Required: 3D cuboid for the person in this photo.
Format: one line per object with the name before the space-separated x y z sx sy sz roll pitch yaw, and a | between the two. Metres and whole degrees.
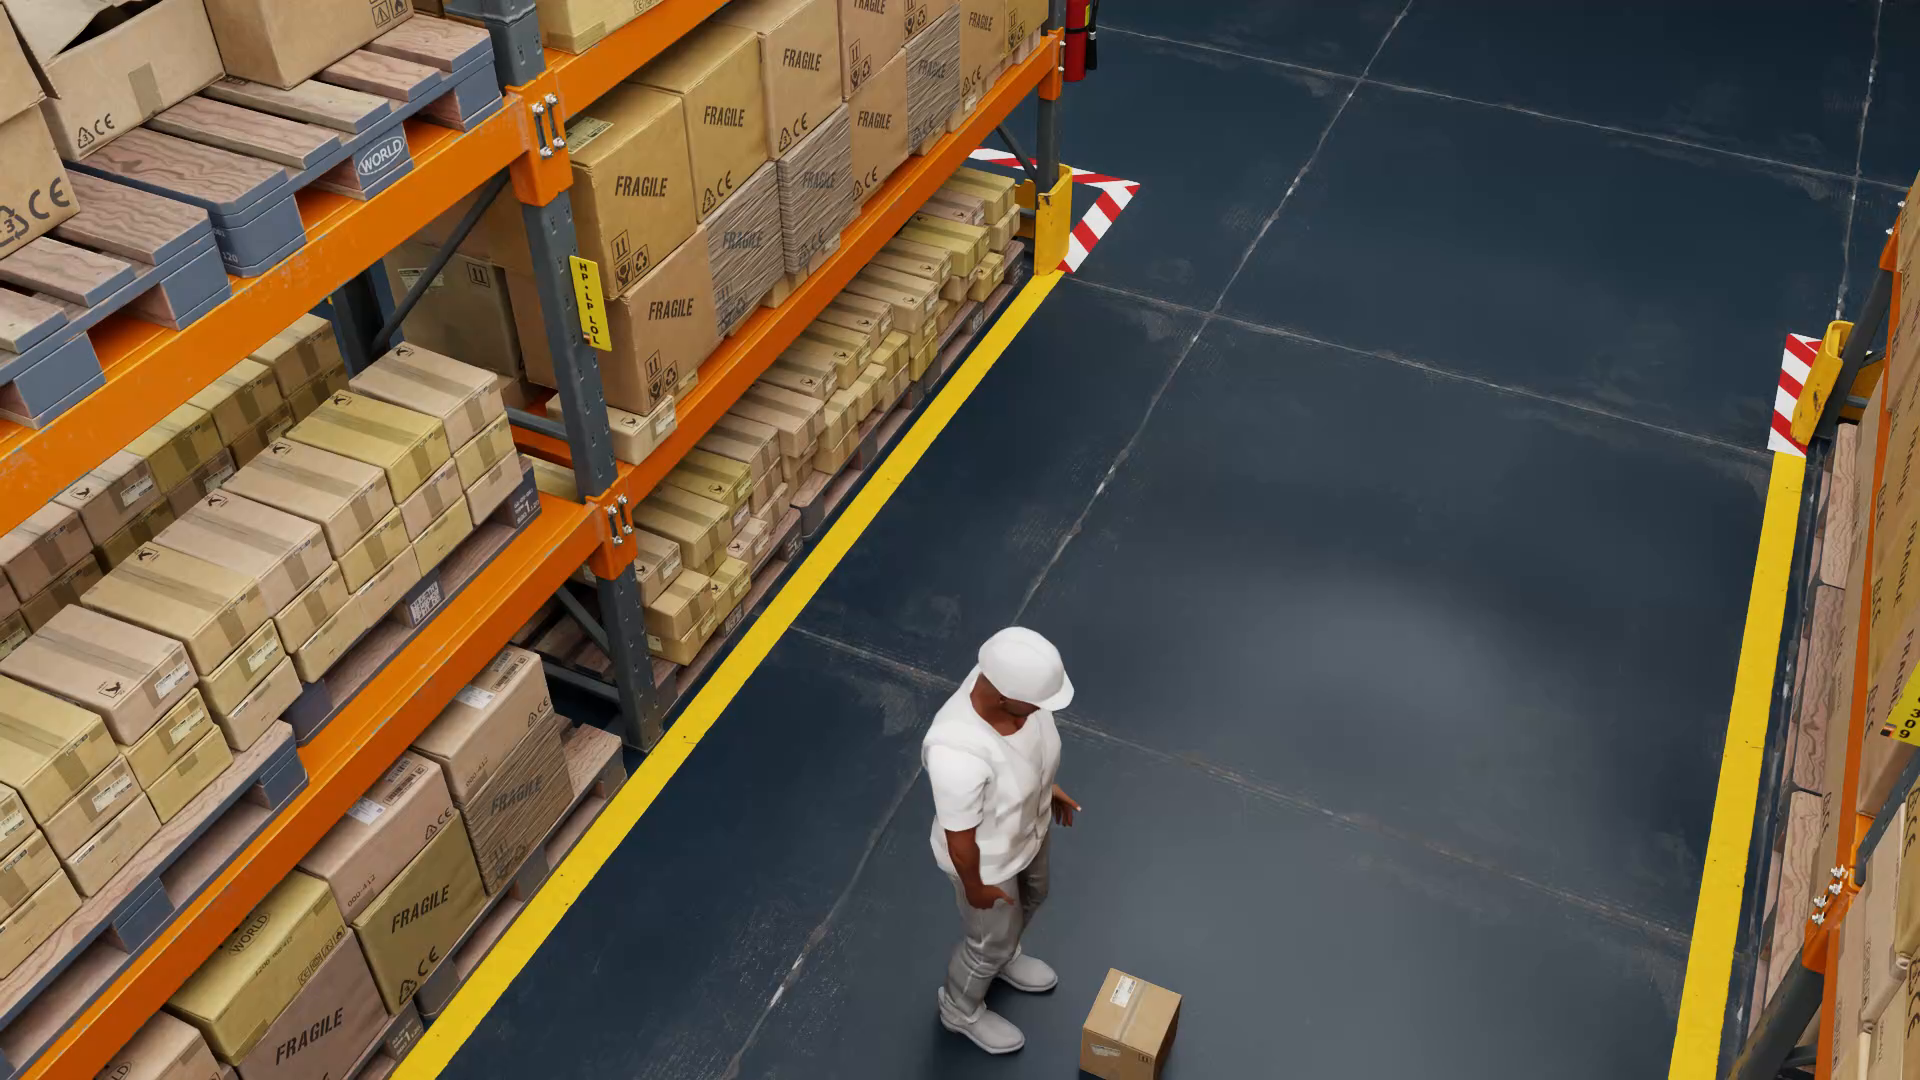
person | 0.131 0.906 5.137 0.384 1.751 0.573 18 45 19
